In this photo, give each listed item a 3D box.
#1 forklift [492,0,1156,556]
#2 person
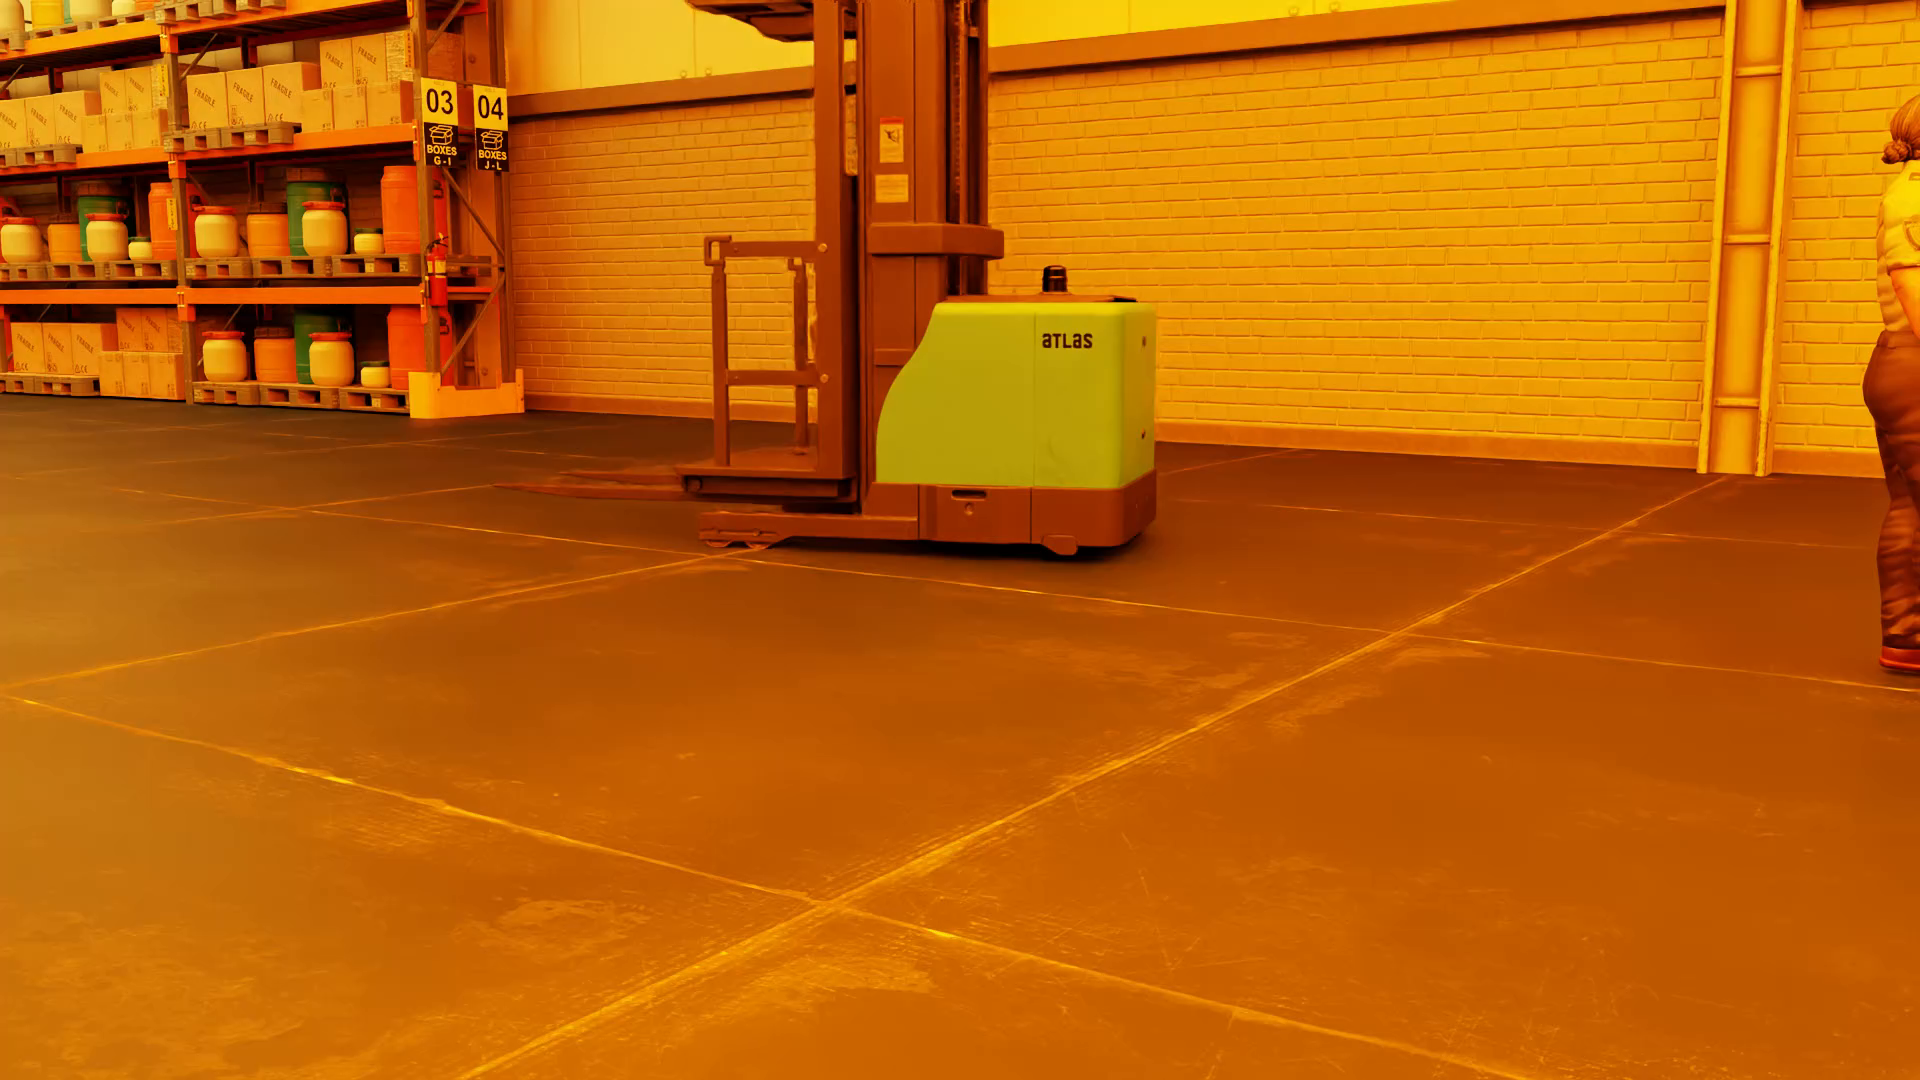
[{"bbox_3d":[-0.660,-1.476,7.574,3.031,2.935,1.130,2,8,15],"label":"forklift"},{"bbox_3d":[2.819,-0.421,4.662,0.502,1.651,0.598,4,9,25],"label":"person"}]
